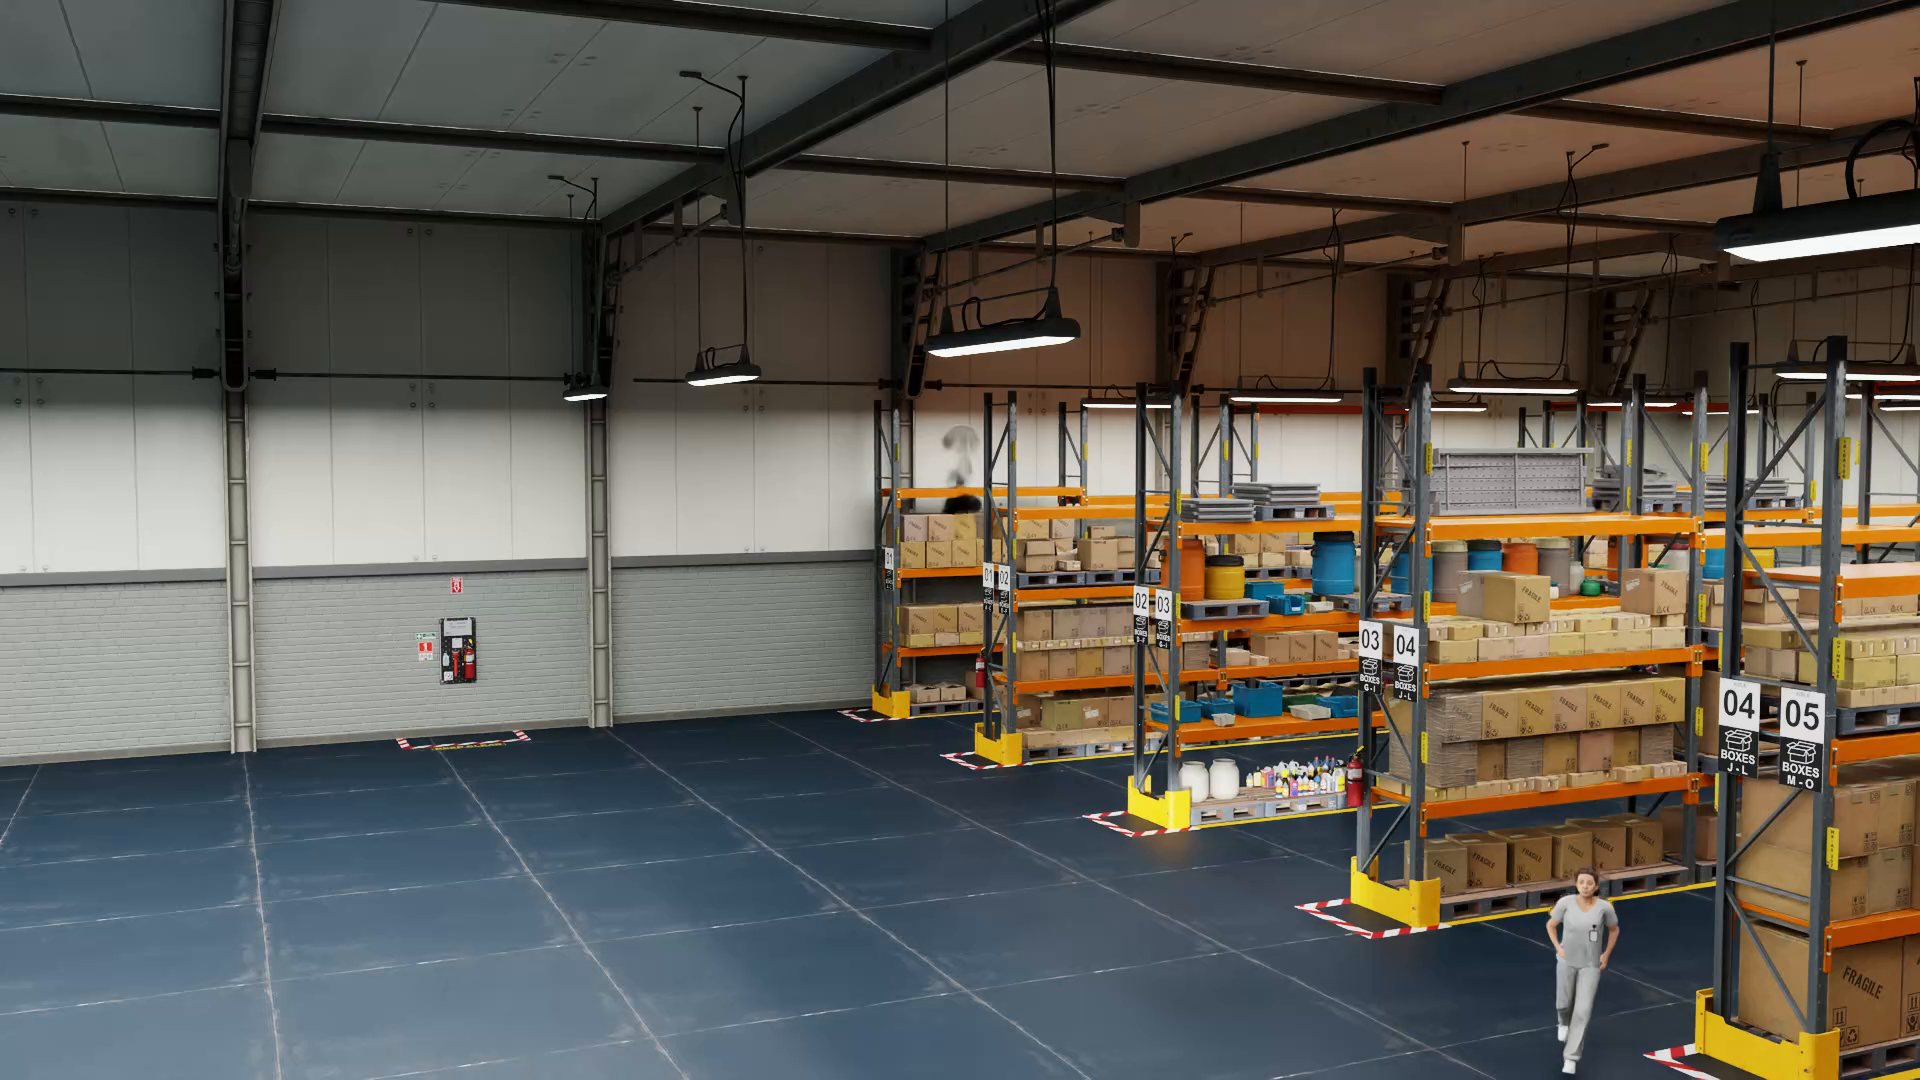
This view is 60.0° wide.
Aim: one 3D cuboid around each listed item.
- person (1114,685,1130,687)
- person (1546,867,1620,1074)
[{"bbox_3d":[2.808,2.574,30.125,0.707,1.703,0.647,-2,4,-33],"label":"person"},{"bbox_3d":[5.170,3.522,13.827,0.566,1.636,0.895,2,4,25],"label":"person"}]
